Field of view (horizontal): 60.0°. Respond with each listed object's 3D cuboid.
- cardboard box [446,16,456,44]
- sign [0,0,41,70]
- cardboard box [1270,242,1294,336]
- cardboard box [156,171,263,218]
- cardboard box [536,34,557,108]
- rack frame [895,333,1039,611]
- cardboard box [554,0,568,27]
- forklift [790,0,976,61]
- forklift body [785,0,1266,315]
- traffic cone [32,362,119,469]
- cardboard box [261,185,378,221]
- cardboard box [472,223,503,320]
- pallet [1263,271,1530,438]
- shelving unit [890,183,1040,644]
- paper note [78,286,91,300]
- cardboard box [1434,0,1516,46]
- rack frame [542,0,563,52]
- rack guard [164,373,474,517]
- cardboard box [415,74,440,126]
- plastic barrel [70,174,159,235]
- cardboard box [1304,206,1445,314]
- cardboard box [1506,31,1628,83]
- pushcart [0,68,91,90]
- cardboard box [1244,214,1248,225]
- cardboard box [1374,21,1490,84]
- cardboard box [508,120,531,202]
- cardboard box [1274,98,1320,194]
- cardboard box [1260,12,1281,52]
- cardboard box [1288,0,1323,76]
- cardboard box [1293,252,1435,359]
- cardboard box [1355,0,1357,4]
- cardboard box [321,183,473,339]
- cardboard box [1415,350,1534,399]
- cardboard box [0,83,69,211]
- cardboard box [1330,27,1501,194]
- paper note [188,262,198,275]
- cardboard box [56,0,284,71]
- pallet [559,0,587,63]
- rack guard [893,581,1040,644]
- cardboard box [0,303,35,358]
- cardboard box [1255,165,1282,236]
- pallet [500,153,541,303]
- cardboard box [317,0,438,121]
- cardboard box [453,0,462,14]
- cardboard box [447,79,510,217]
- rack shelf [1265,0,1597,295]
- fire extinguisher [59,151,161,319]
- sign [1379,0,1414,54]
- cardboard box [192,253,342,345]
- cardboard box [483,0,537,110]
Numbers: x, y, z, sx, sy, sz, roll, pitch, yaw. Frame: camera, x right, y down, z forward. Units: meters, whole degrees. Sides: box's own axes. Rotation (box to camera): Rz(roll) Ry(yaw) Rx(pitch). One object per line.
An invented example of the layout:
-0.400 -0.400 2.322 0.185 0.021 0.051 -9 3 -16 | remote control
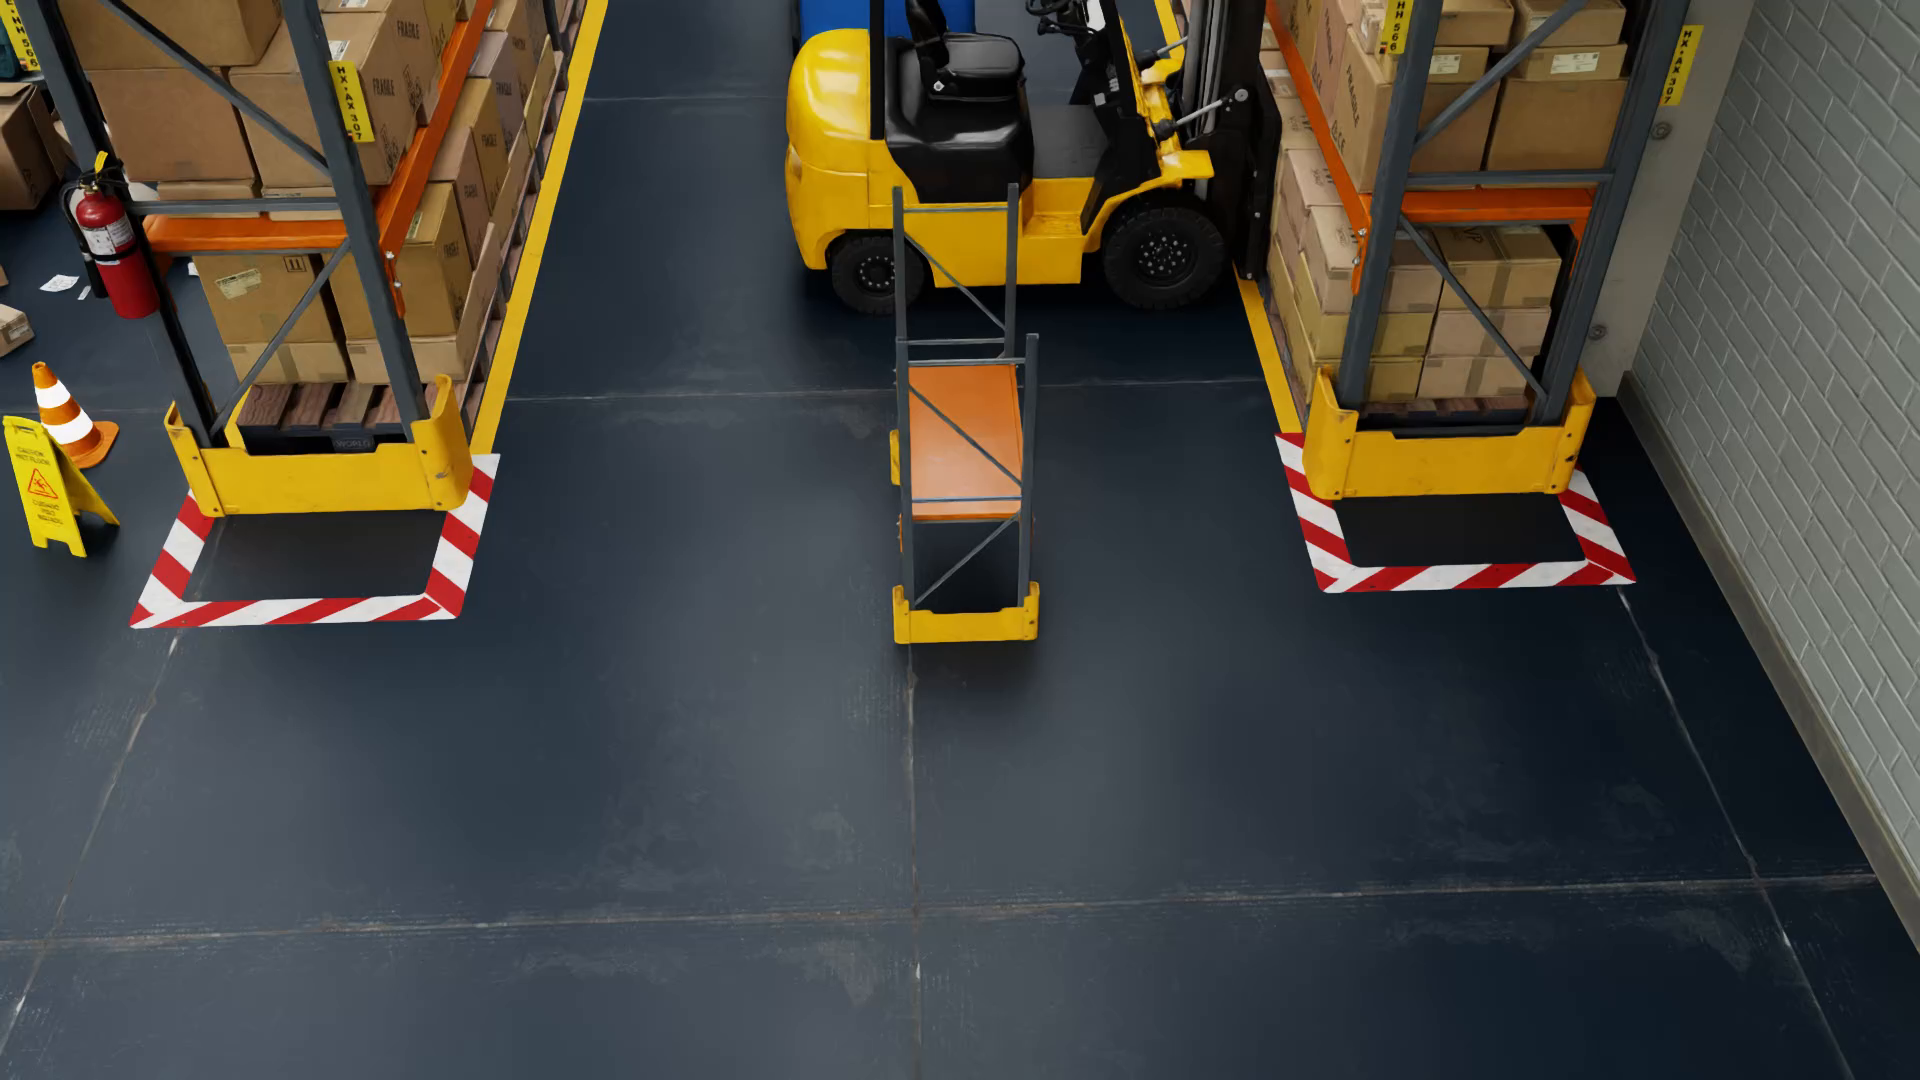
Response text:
-2.624 -2.484 7.926 0.380 0.149 0.250 -3 43 -3 | cardboard box
-3.354 -1.829 5.934 0.100 0.325 0.005 -2 43 -2 | sign
1.813 -1.218 8.083 0.500 0.250 0.500 -2 43 -2 | cardboard box
-3.029 -1.441 6.789 0.380 0.149 0.250 0 43 0 | cardboard box
-2.675 -2.738 9.741 0.500 0.250 0.500 0 43 0 | cardboard box
0.025 -0.152 6.306 0.500 1.500 0.032 -2 43 -2 | rack frame
-2.994 -3.528 10.513 0.950 0.372 0.625 -1 43 -1 | cardboard box
-0.571 -4.648 10.151 1.130 2.935 3.031 -4 43 -5 | forklift
0.257 -2.348 8.219 2.313 2.155 1.214 -2 43 -2 | forklift body
-4.106 -0.606 7.569 0.336 0.463 0.334 -2 43 -2 | traffic cone
-2.607 -1.430 6.777 0.380 0.149 0.250 -1 43 -2 | cardboard box
-2.571 -1.326 8.201 0.500 0.250 0.500 0 43 0 | cardboard box
2.086 -0.920 8.097 1.003 0.211 1.213 -2 43 -2 | pallet
0.003 -0.501 6.687 0.587 1.500 1.083 -2 43 -2 | shelving unit
-4.550 -1.285 8.645 0.032 0.001 0.123 -2 43 -2 | paper note
1.934 -2.054 6.497 0.380 0.149 0.250 -2 43 -2 | cardboard box
-2.969 -3.988 9.381 1.000 3.000 0.127 -2 43 -2 | rack frame
-2.802 -0.418 7.336 1.175 0.500 0.348 -2 43 -2 | rack guard
-2.527 -1.955 7.348 0.380 0.149 0.250 -1 43 -1 | cardboard box
-4.399 -1.689 8.779 0.512 0.421 0.421 27 49 27 | plastic barrel
1.829 -1.244 7.372 0.500 0.250 0.500 0 43 0 | cardboard box
2.405 -1.945 6.598 0.380 0.149 0.250 -3 43 -3 | cardboard box
-5.245 -2.922 10.159 1.648 0.377 0.936 -16 45 -16 | pushcart
1.756 -1.906 8.834 0.500 0.250 0.500 0 43 0 | cardboard box
1.865 -1.935 6.587 0.380 0.149 0.250 -1 43 -1 | cardboard box
-2.626 -2.035 8.975 0.500 0.250 0.500 -1 43 -1 | cardboard box
1.770 -1.929 8.119 0.500 0.250 0.500 -1 43 -1 | cardboard box
1.741 -2.626 8.879 0.500 0.250 0.500 0 43 0 | cardboard box
1.842 -2.491 7.673 0.500 0.500 0.500 -2 43 -3 | cardboard box
1.827 -1.078 7.560 0.500 0.250 0.500 -2 43 -2 | cardboard box
1.875 -2.283 6.967 0.380 0.149 0.250 -1 43 -1 | cardboard box
-2.559 -1.274 7.589 0.500 0.500 0.500 -3 43 -3 | cardboard box
2.335 -0.911 7.748 0.500 0.250 0.500 -1 43 -2 | cardboard box
-5.451 -2.162 9.136 0.797 0.637 0.503 -2 43 -2 | cardboard box
1.877 -1.794 6.914 0.500 0.500 0.500 -3 43 -3 | cardboard box
-4.014 -1.451 8.810 0.142 0.019 0.148 -16 45 -16 | paper note
-3.039 -2.141 6.332 0.700 0.500 0.500 -3 43 -3 | cardboard box
-3.003 -3.486 10.897 1.003 0.211 1.213 -2 43 -2 | pallet
0.024 0.296 6.743 0.587 0.250 0.087 -2 43 -2 | rack guard
-4.873 -1.063 8.300 0.380 0.149 0.250 19 46 20 | cardboard box
1.774 -1.765 8.309 0.500 0.250 0.500 -3 43 -3 | cardboard box
-2.850 -1.682 8.929 1.003 0.211 1.213 -2 43 -2 | pallet
-2.567 -2.112 7.040 0.500 0.500 0.500 0 43 0 | cardboard box
-2.620 -2.799 7.789 0.500 0.500 0.500 -2 43 -3 | cardboard box
-2.598 -1.966 8.344 0.500 0.500 0.500 -1 43 -1 | cardboard box
2.075 -2.518 8.309 1.077 0.370 4.000 -2 43 -2 | rack shelf
-3.255 -1.169 6.362 0.296 0.674 0.183 -2 43 -2 | fire extinguisher
1.617 -1.941 6.115 0.100 0.325 0.005 -2 43 -2 | sign
-3.094 -1.239 7.551 0.500 0.500 0.500 -1 43 -2 | cardboard box
-2.652 -2.671 9.113 0.500 0.500 0.500 -1 43 -1 | cardboard box
